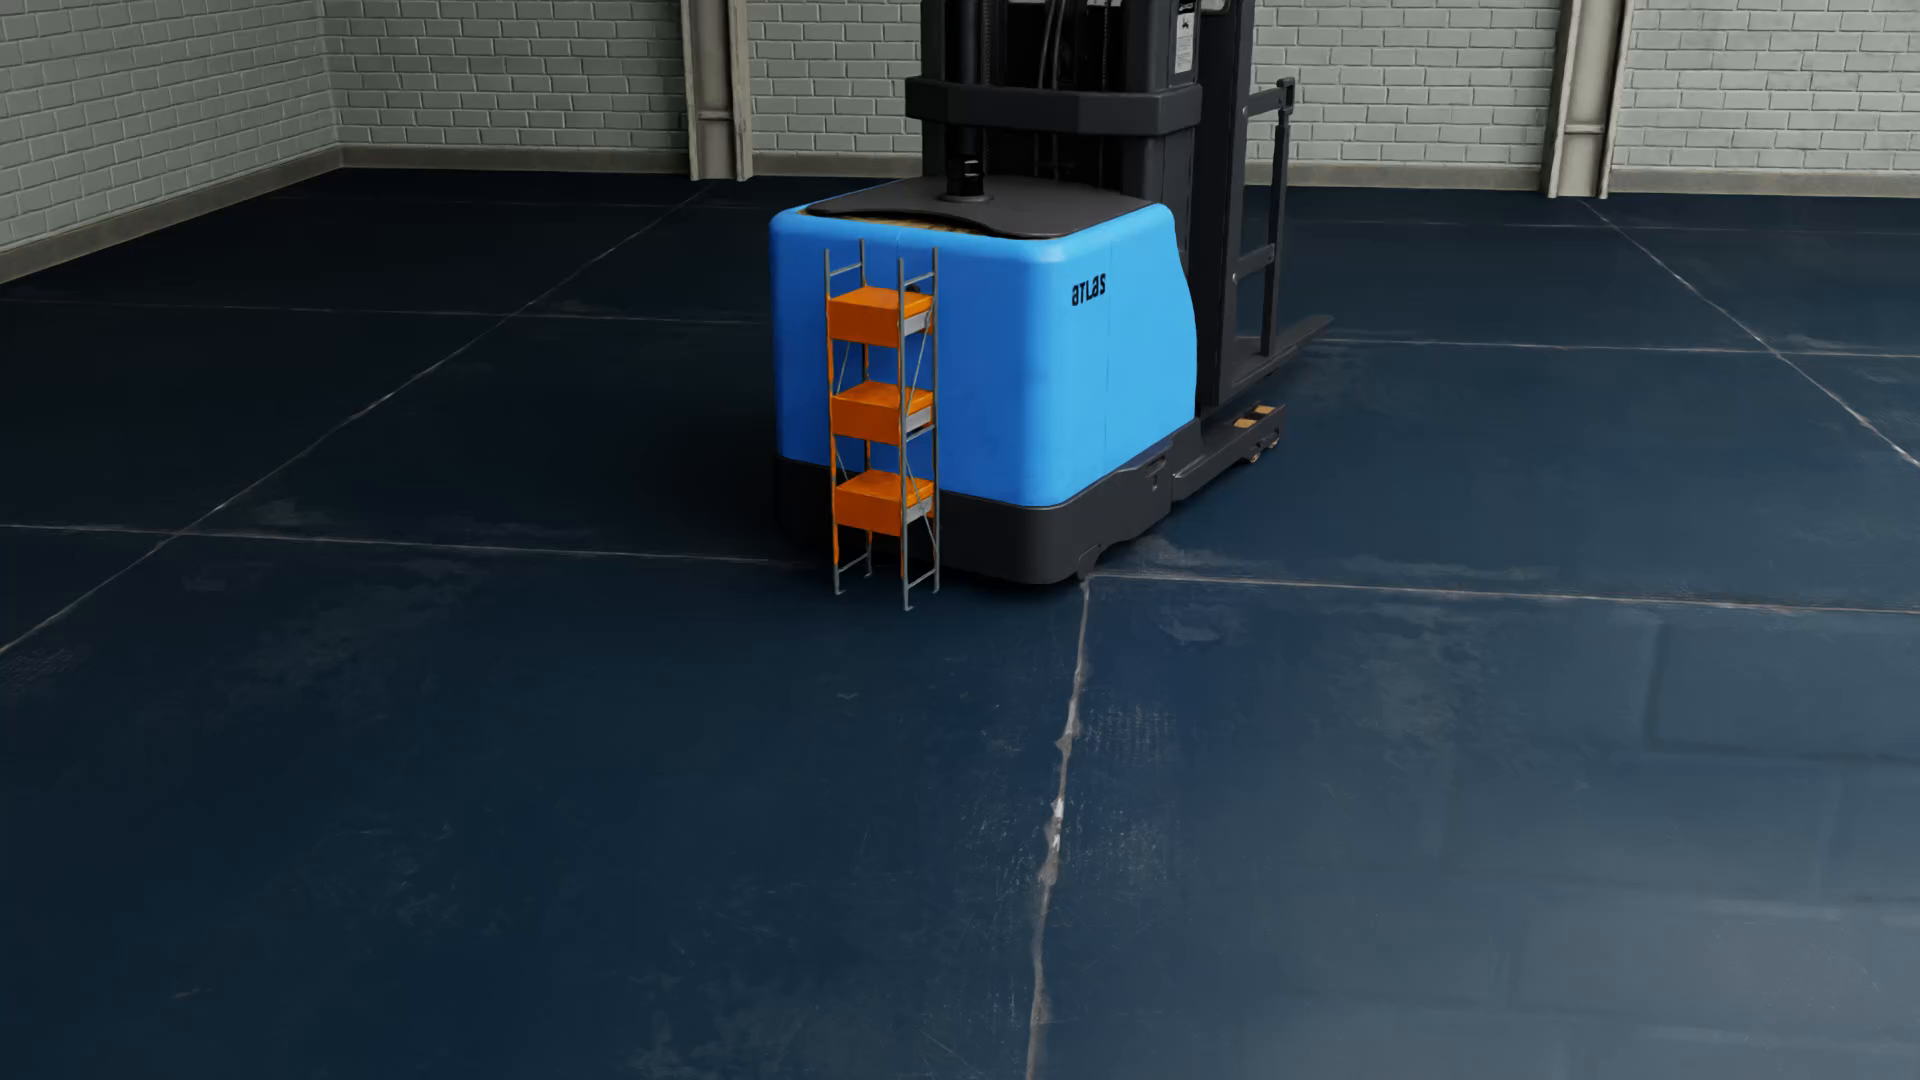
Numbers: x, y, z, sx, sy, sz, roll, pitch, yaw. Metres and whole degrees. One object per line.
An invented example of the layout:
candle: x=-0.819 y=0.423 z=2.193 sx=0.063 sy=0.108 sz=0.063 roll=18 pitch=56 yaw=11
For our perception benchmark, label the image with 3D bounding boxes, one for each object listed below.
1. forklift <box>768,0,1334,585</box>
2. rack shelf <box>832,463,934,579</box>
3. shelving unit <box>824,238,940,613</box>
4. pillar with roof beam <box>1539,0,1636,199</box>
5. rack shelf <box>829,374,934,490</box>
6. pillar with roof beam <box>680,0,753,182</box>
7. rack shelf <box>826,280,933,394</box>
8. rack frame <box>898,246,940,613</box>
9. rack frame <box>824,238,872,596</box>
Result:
forklift: x=0.586 y=-1.726 z=5.818 sx=1.130 sy=2.935 sz=3.031 roll=12 pitch=25 yaw=28
rack shelf: x=-0.221 y=-0.060 z=4.947 sx=0.240 sy=0.259 sz=0.215 roll=12 pitch=25 yaw=28
shelving unit: x=-0.221 y=-0.328 z=4.841 sx=0.252 sy=1.050 sz=0.215 roll=12 pitch=25 yaw=28
pillar with roof beam: x=3.718 y=-4.998 z=5.842 sx=0.400 sy=9.000 sz=9.100 roll=2 pitch=22 yaw=6
rack shelf: x=-0.221 y=-0.318 z=4.845 sx=0.240 sy=0.259 sz=0.215 roll=12 pitch=25 yaw=28
pillar with roof beam: x=-2.240 y=-5.257 z=6.498 sx=0.400 sy=9.000 sz=9.100 roll=2 pitch=22 yaw=6
rack shelf: x=-0.221 y=-0.582 z=4.741 sx=0.240 sy=0.259 sz=0.215 roll=12 pitch=25 yaw=28
rack frame: x=-0.115 y=-0.306 z=4.785 sx=0.008 sy=1.050 sz=0.200 roll=12 pitch=25 yaw=28
rack frame: x=-0.327 y=-0.350 z=4.898 sx=0.008 sy=1.050 sz=0.200 roll=12 pitch=25 yaw=28
